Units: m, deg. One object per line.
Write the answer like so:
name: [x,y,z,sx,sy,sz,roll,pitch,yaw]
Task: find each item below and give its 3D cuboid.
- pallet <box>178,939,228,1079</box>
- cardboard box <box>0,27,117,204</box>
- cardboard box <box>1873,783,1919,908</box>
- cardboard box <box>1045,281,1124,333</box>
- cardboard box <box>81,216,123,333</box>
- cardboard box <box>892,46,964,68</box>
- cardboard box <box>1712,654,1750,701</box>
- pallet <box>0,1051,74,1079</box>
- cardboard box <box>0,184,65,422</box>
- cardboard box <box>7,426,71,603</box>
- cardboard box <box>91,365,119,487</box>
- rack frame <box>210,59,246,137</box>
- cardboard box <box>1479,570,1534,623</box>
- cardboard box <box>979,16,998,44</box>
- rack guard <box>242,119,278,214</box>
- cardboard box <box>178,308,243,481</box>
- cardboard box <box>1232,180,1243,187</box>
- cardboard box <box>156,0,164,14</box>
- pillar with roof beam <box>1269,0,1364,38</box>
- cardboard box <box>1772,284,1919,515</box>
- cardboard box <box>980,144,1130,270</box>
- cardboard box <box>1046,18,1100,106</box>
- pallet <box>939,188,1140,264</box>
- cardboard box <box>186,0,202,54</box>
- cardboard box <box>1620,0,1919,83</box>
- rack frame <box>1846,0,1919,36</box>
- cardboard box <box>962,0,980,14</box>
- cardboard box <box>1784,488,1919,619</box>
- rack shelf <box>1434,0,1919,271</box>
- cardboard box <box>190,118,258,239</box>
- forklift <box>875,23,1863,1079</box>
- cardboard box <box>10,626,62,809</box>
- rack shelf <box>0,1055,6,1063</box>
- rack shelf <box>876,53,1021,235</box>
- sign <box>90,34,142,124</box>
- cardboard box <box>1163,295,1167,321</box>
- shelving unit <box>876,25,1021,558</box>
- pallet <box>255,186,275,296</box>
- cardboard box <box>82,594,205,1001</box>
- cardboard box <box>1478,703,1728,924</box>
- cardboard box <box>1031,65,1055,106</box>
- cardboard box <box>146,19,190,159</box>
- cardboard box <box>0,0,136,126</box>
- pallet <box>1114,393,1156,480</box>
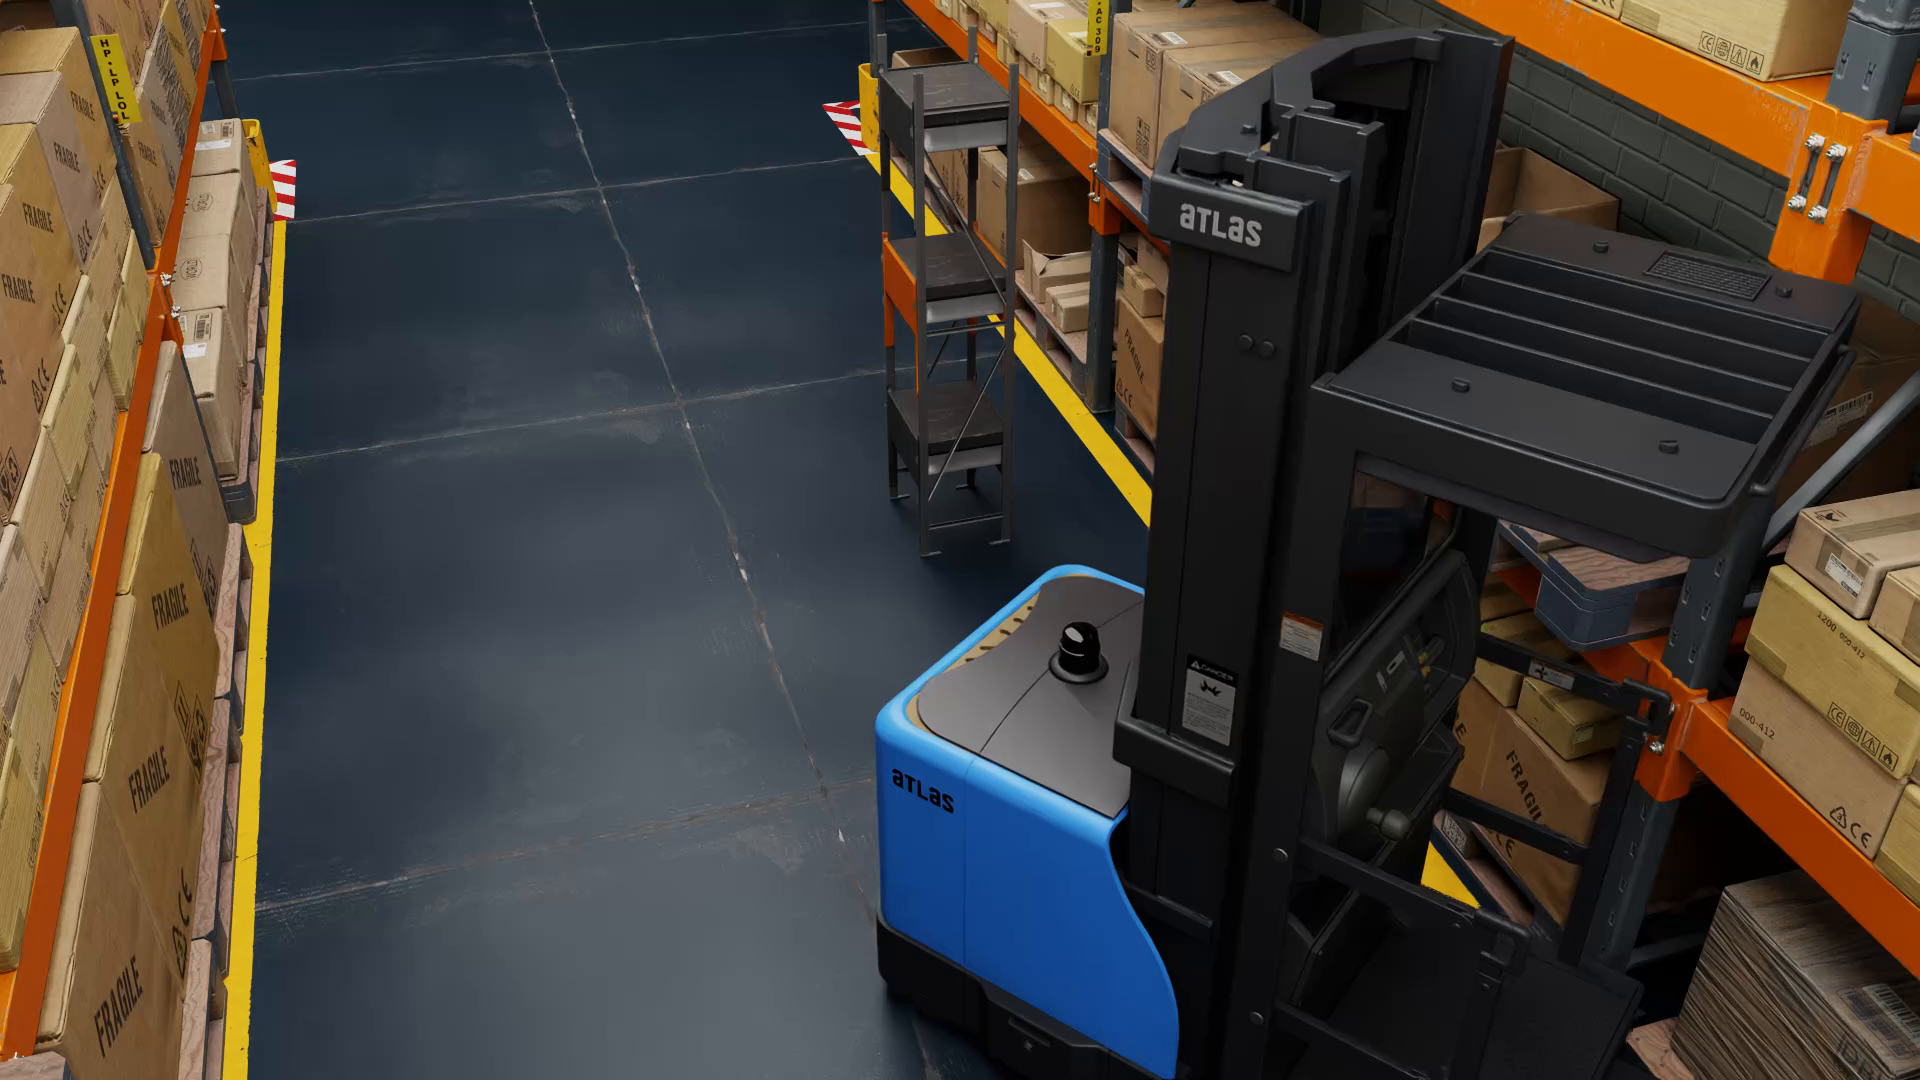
pallet: [-2.564,1.694,4.496,1.003,0.211,1.213,-10,35,-15]
cardboard box: [-3.240,-1.410,5.665,0.500,0.500,0.500,-9,34,-13]
cardboard box: [2.382,0.722,3.573,0.500,0.250,0.500,-11,35,-16]
cardboard box: [0.661,-1.209,8.564,0.380,0.149,0.250,-11,35,-16]
cardboard box: [-3.090,-0.838,5.479,0.500,0.250,0.500,-9,35,-14]
cardboard box: [-0.013,-2.877,10.766,0.797,0.503,0.637,-11,35,-17]
cardboard box: [2.468,0.391,5.236,0.380,0.149,0.250,-8,34,-12]
pallet: [-2.076,1.393,2.595,1.213,0.211,1.003,-10,35,-15]
cardboard box: [-2.767,-0.601,4.441,0.500,0.500,0.500,-9,35,-14]
cardboard box: [-2.611,-0.032,4.260,0.500,0.250,0.500,-10,35,-15]
cardboard box: [-2.948,-0.352,5.198,0.500,0.250,0.500,-11,35,-16]
rack frame: [-4.836,-3.243,9.438,1.000,3.000,0.127,-10,35,-15]
cardboard box: [1.788,0.217,5.499,0.380,0.149,0.250,-11,35,-16]
cardboard box: [0.319,-2.813,9.014,0.380,0.149,0.250,-10,35,-15]
rack guard: [-4.843,-2.213,10.146,1.175,0.500,0.348,-10,35,-15]
cardboard box: [-3.705,-0.597,7.376,0.875,0.438,0.875,-11,35,-15]
cardboard box: [1.169,-1.305,6.245,0.396,0.266,0.258,-8,34,-12]
cardboard box: [-3.975,-2.695,7.610,0.500,0.500,0.500,-10,35,-15]
pillar with roof beam: [-2.343,-4.276,5.559,9.100,9.000,0.400,-10,35,-15]
cardboard box: [2.323,-0.393,4.653,0.500,0.500,0.500,-8,34,-12]
cardboard box: [0.527,-1.875,9.253,0.700,0.500,0.500,-11,35,-17]
cardboard box: [0.723,-2.268,7.827,0.500,0.250,0.500,-9,35,-14]
pallet: [0.526,-1.819,9.811,1.003,0.211,1.213,-10,35,-15]
cardboard box: [-4.298,-2.810,8.691,0.500,0.500,0.500,-11,35,-16]
cardboard box: [1.943,-1.297,3.908,0.500,0.250,0.500,-11,35,-16]
rack frame: [2.331,-2.383,2.693,1.000,3.000,0.127,-10,35,-15]
cardboard box: [0.260,-3.063,9.031,0.500,0.250,0.500,-11,35,-16]
cardboard box: [2.147,0.025,3.813,0.380,0.149,0.250,-9,35,-13]
rack shelf: [1.721,-1.881,5.308,1.077,0.370,4.000,-10,35,-15]
cardboard box: [-4.539,-2.020,9.529,0.875,0.438,0.875,-11,35,-16]
forklift: [1.238,0.419,3.957,3.031,2.935,1.130,22,39,29]
cardboard box: [-2.478,0.454,3.979,0.500,0.250,0.500,-11,35,-16]
rack shelf: [-1.785,2.307,1.690,1.077,0.370,4.000,-10,35,-15]
rack shelf: [-0.050,-1.536,6.424,0.431,0.518,0.480,-10,35,-15]
sign: [-3.102,-1.690,6.108,0.100,0.325,0.005,-10,35,-15]
cardboard box: [1.125,-1.017,7.367,0.380,0.149,0.250,-11,35,-16]
shelving unit: [-0.050,-0.963,6.803,0.431,2.100,0.503,-10,35,-15]
pallet: [-4.517,-1.673,9.591,1.003,0.211,1.213,-10,35,-15]
cardboard box: [-2.795,0.822,4.831,0.875,0.875,0.875,-10,35,-14]
cardboard box: [1.997,0.802,5.202,0.500,0.500,0.500,-9,35,-13]
cardboard box: [0.570,-2.266,8.186,0.380,0.149,0.250,-9,35,-13]
cardboard box: [-3.804,-2.003,7.469,0.500,0.500,0.500,-10,35,-14]
cardboard box: [-3.530,-1.893,6.396,0.500,0.500,0.500,-10,35,-14]
pallet: [1.395,-0.396,7.658,1.003,0.211,1.213,-10,35,-15]
